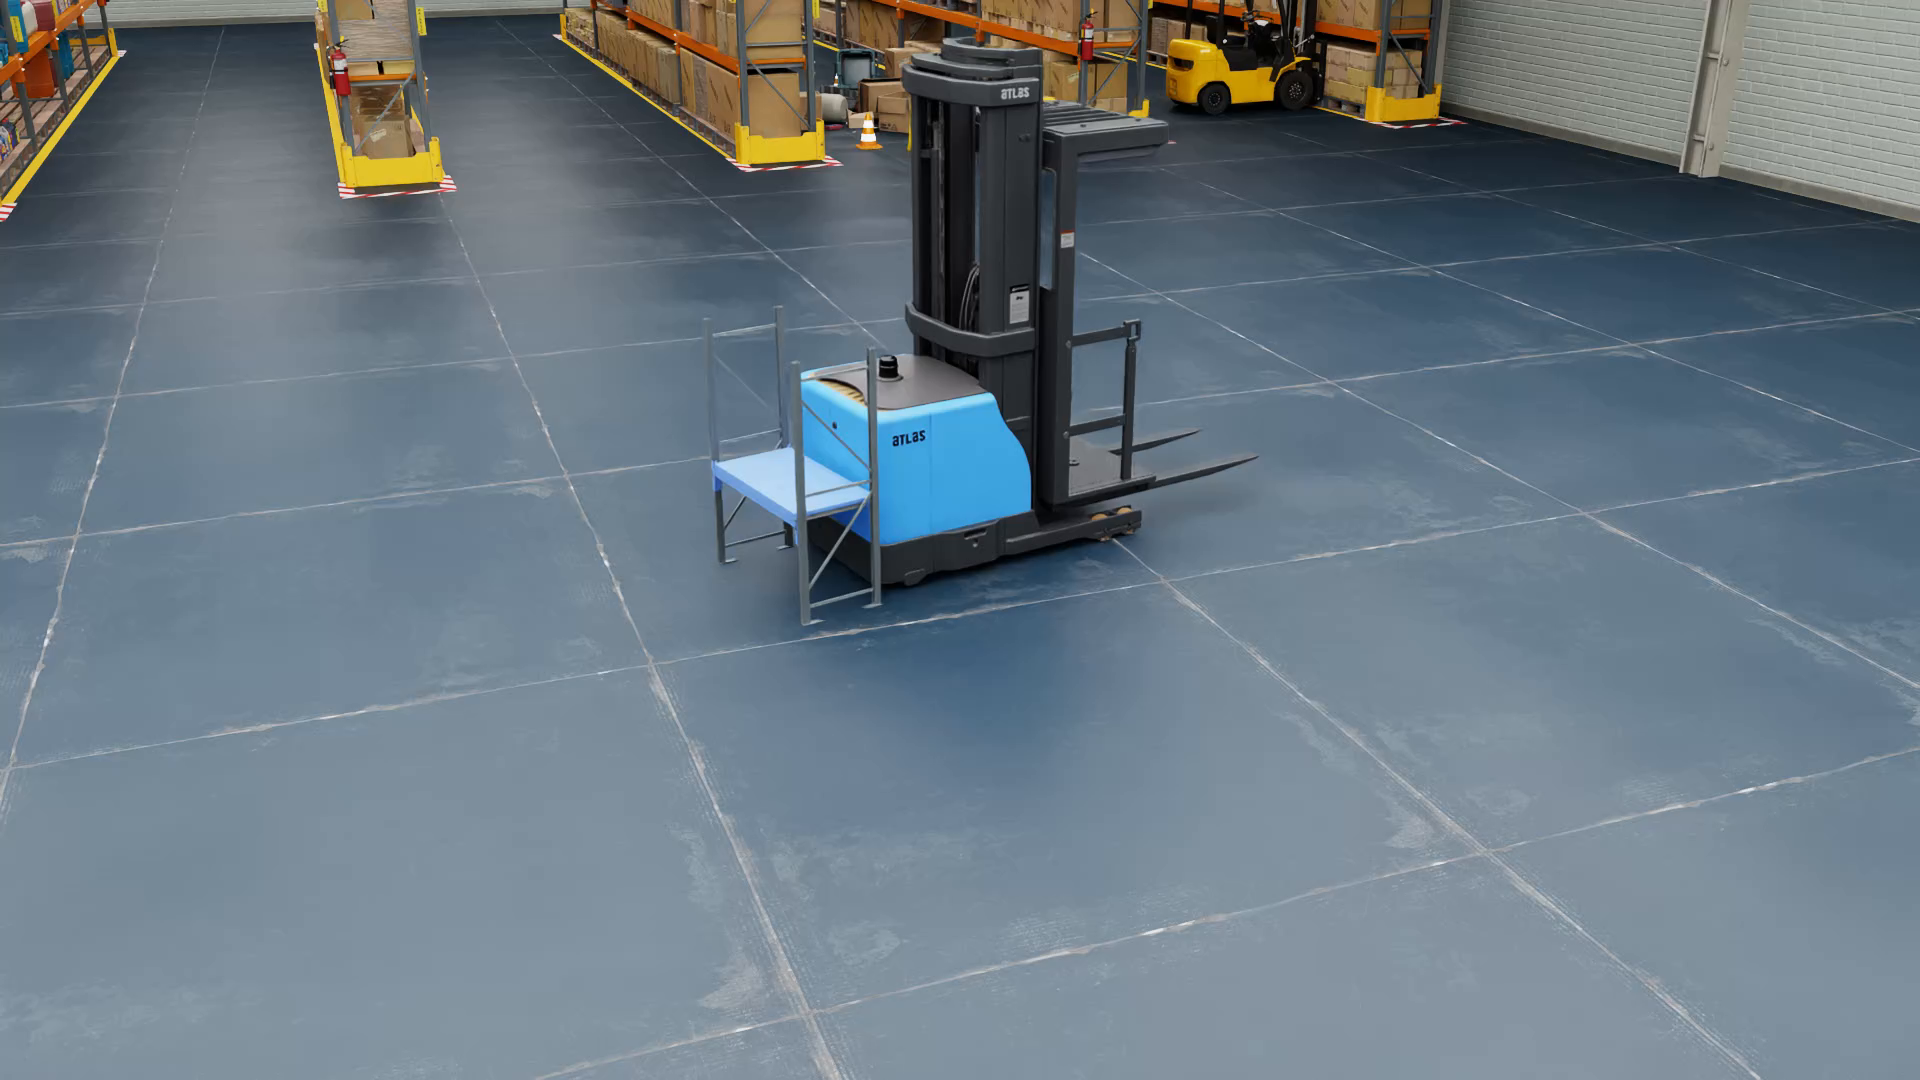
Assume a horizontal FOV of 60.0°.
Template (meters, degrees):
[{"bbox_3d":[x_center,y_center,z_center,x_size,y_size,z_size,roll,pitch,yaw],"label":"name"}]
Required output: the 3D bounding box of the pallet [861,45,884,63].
[{"bbox_3d":[-1.285,-9.584,32.718,1.003,0.211,1.213,-8,24,-19],"label":"pallet"}]

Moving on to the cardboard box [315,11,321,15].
[{"bbox_3d":[-11.090,-9.208,30.430,1.225,0.875,0.875,-8,24,-19],"label":"cardboard box"}]

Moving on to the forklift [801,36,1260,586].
[{"bbox_3d":[0.530,-1.501,10.038,3.031,2.935,1.130,-14,26,-29],"label":"forklift"}]

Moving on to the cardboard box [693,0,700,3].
[{"bbox_3d":[-3.369,-7.990,23.761,0.875,0.550,0.550,-8,24,-19],"label":"cardboard box"}]

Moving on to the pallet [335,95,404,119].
[{"bbox_3d":[-9.219,-6.759,26.014,1.003,0.211,1.213,-8,24,-19],"label":"pallet"}]

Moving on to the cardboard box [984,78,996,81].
[{"bbox_3d":[0.719,-7.352,26.830,0.500,0.250,0.500,-10,25,-21],"label":"cardboard box"}]

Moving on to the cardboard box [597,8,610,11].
[{"bbox_3d":[-7.612,-11.218,35.368,0.380,0.149,0.250,-8,24,-18],"label":"cardboard box"}]

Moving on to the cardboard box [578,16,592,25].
[{"bbox_3d":[-7.557,-10.579,33.851,0.380,0.149,0.250,-9,25,-21],"label":"cardboard box"}]

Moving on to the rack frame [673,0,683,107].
[{"bbox_3d":[-3.832,-7.961,25.275,1.000,3.000,0.127,-8,24,-19],"label":"rack frame"}]

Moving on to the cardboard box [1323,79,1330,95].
[{"bbox_3d":[6.022,-7.324,26.765,0.500,0.250,0.500,-8,24,-18],"label":"cardboard box"}]

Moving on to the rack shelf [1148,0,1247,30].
[{"bbox_3d":[4.699,-9.754,30.457,1.077,0.370,4.000,-8,24,-19],"label":"rack shelf"}]

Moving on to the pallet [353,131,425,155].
[{"bbox_3d":[-7.803,-5.349,22.669,1.003,0.211,1.213,-8,24,-19],"label":"pallet"}]

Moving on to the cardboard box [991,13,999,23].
[{"bbox_3d":[0.712,-8.318,26.446,0.380,0.149,0.250,-8,24,-17],"label":"cardboard box"}]

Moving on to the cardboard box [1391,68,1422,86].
[{"bbox_3d":[6.846,-7.262,25.973,0.500,0.250,0.500,-8,24,-18],"label":"cardboard box"}]

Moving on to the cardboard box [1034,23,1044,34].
[{"bbox_3d":[1.326,-7.669,24.907,0.380,0.149,0.250,-9,24,-20],"label":"cardboard box"}]

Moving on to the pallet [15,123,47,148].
[{"bbox_3d":[-13.456,-5.632,23.342,1.003,0.211,1.213,-8,24,-19],"label":"pallet"}]

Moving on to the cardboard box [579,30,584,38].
[{"bbox_3d":[-7.627,-10.406,34.207,0.380,0.149,0.250,-8,24,-19],"label":"cardboard box"}]

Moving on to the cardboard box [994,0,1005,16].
[{"bbox_3d":[0.857,-8.482,26.002,0.500,0.500,0.500,-8,24,-19],"label":"cardboard box"}]

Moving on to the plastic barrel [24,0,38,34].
[{"bbox_3d":[-13.992,-7.798,24.745,0.421,0.512,0.421,0,23,0],"label":"plastic barrel"}]

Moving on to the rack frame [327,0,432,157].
[{"bbox_3d":[-7.095,-5.864,20.300,1.000,3.000,0.127,-8,24,-19],"label":"rack frame"}]

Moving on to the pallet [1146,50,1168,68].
[{"bbox_3d":[4.246,-9.223,31.861,1.003,0.211,1.213,-8,24,-19],"label":"pallet"}]

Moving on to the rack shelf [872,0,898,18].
[{"bbox_3d":[-1.357,-10.525,32.286,1.077,0.370,4.000,-8,24,-19],"label":"rack shelf"}]

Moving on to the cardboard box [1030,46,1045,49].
[{"bbox_3d":[1.279,-7.361,25.052,0.380,0.149,0.250,-7,24,-17],"label":"cardboard box"}]

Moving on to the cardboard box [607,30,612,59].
[{"bbox_3d":[-6.259,-9.224,30.950,0.500,0.500,0.500,-8,24,-18],"label":"cardboard box"}]

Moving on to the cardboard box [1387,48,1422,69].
[{"bbox_3d":[6.825,-7.493,25.879,0.500,0.250,0.500,-9,24,-20],"label":"cardboard box"}]

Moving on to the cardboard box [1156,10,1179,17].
[{"bbox_3d":[4.099,-10.385,32.870,0.380,0.149,0.250,-7,24,-16],"label":"cardboard box"}]

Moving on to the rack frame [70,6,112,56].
[{"bbox_3d":[-17.381,-10.998,32.481,1.000,3.000,0.127,-8,24,-19],"label":"rack frame"}]

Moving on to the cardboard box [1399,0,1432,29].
[{"bbox_3d":[6.903,-8.170,25.643,0.500,0.500,0.500,-8,24,-17],"label":"cardboard box"}]

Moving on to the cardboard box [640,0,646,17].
[{"bbox_3d":[-4.979,-8.892,27.357,0.500,0.500,0.500,-8,24,-19],"label":"cardboard box"}]

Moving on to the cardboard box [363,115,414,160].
[{"bbox_3d":[-7.300,-5.134,21.247,0.500,0.500,0.500,-4,23,-9],"label":"cardboard box"}]

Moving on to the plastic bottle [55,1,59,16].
[{"bbox_3d":[-14.895,-8.739,27.282,0.152,0.276,0.135,-8,24,-19],"label":"plastic bottle"}]

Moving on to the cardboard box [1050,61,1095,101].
[{"bbox_3d":[1.649,-6.751,24.438,0.500,0.500,0.500,-8,24,-19],"label":"cardboard box"}]

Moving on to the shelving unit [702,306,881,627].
[{"bbox_3d":[-0.946,-0.437,9.356,0.538,1.500,1.048,-15,27,-31],"label":"shelving unit"}]

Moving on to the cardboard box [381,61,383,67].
[{"bbox_3d":[-7.225,-6.158,21.323,0.380,0.149,0.250,-8,24,-19],"label":"cardboard box"}]

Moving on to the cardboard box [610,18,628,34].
[{"bbox_3d":[-6.086,-9.383,30.361,0.500,0.250,0.500,-8,24,-18],"label":"cardboard box"}]

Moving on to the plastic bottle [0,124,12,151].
[{"bbox_3d":[-12.463,-5.238,21.659,0.144,0.351,0.185,-8,24,-19],"label":"plastic bottle"}]

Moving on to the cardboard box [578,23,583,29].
[{"bbox_3d":[-7.742,-10.737,34.609,0.380,0.149,0.250,-10,25,-22],"label":"cardboard box"}]

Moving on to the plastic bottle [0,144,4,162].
[{"bbox_3d":[-12.141,-4.921,20.995,0.061,0.283,0.133,-8,24,-18],"label":"plastic bottle"}]

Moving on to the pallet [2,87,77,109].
[{"bbox_3d":[-14.872,-7.087,26.792,1.003,0.211,1.213,-8,24,-19],"label":"pallet"}]

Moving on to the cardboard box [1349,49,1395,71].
[{"bbox_3d":[6.364,-7.417,25.698,0.500,0.250,0.500,-8,24,-17],"label":"cardboard box"}]

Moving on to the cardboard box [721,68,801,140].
[{"bbox_3d":[-2.721,-5.959,22.721,0.875,0.875,0.875,-8,24,-19],"label":"cardboard box"}]

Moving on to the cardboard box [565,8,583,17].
[{"bbox_3d":[-8.204,-11.238,35.415,0.380,0.149,0.250,-10,25,-21],"label":"cardboard box"}]

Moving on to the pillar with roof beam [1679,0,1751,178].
[{"bbox_3d":[5.508,-8.276,18.299,9.100,9.000,0.400,-8,24,-19],"label":"pillar with roof beam"}]

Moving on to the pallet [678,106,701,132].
[{"bbox_3d":[-3.637,-6.389,25.136,1.003,0.211,1.213,-8,24,-19],"label":"pallet"}]

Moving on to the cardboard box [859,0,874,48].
[{"bbox_3d":[-1.443,-10.256,32.917,0.875,0.875,0.875,-8,24,-17],"label":"cardboard box"}]

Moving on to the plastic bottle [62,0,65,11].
[{"bbox_3d":[-15.219,-9.072,28.072,0.152,0.276,0.135,-8,24,-19],"label":"plastic bottle"}]

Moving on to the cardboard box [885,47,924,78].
[{"bbox_3d":[-0.892,-7.619,26.707,0.500,0.500,0.500,-8,24,-19],"label":"cardboard box"}]

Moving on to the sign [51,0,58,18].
[{"bbox_3d":[-14.043,-8.244,25.737,0.100,0.325,0.005,-8,24,-19],"label":"sign"}]

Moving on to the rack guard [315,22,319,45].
[{"bbox_3d":[-12.756,-10.534,34.599,1.175,0.500,0.348,-8,24,-19],"label":"rack guard"}]

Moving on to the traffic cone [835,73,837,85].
[{"bbox_3d":[-2.023,-7.734,28.004,0.336,0.463,0.334,-8,24,-19],"label":"traffic cone"}]

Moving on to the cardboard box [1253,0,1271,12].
[{"bbox_3d":[5.318,-9.208,28.106,0.500,0.500,0.500,-9,24,-20],"label":"cardboard box"}]
